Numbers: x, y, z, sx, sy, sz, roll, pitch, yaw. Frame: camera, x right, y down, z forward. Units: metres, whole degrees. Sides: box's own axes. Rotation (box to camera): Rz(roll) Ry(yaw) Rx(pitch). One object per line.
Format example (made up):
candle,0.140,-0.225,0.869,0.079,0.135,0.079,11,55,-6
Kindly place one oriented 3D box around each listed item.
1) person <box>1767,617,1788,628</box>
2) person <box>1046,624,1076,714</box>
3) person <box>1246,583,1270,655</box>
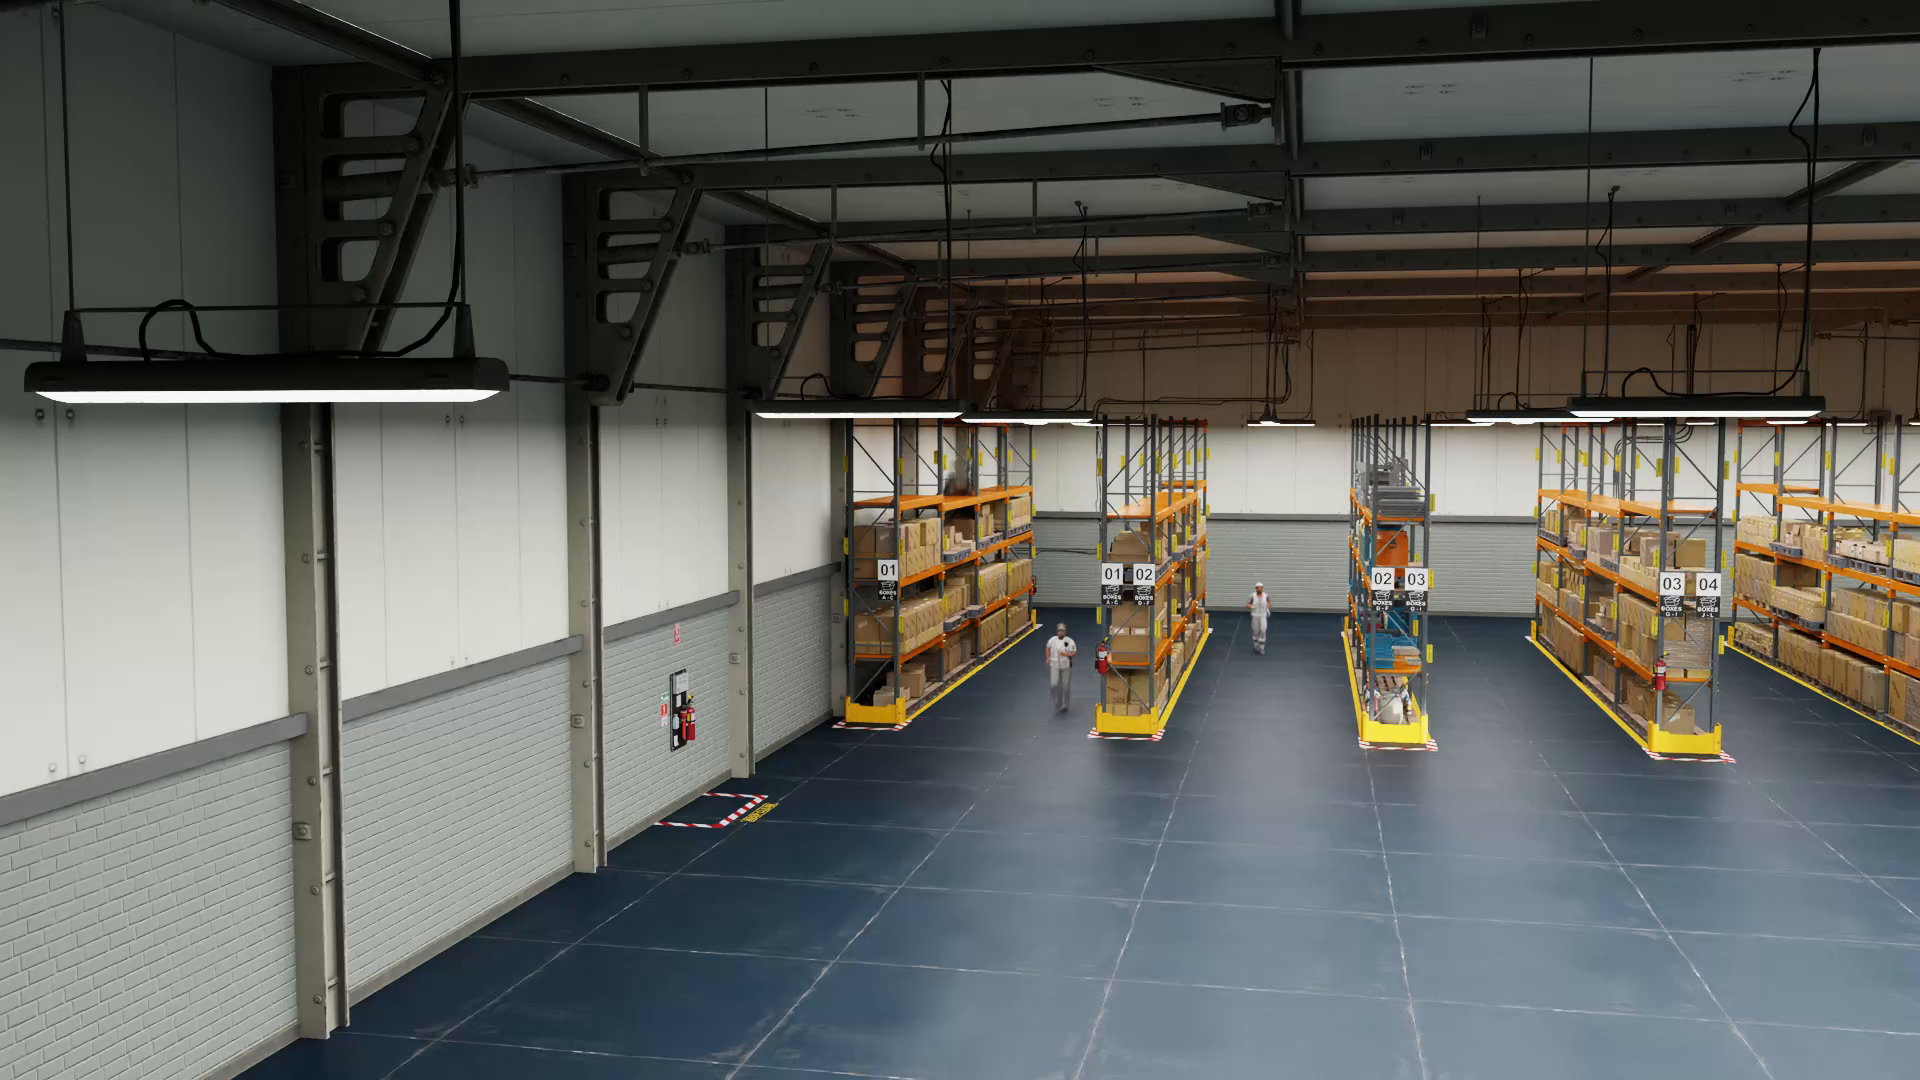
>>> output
person,22.061,1.930,44.904,0.667,1.594,0.685,-3,5,-36
person,2.036,2.609,33.656,0.633,1.848,0.761,0,4,7
person,7.624,1.987,42.529,0.636,1.816,0.870,0,4,6
